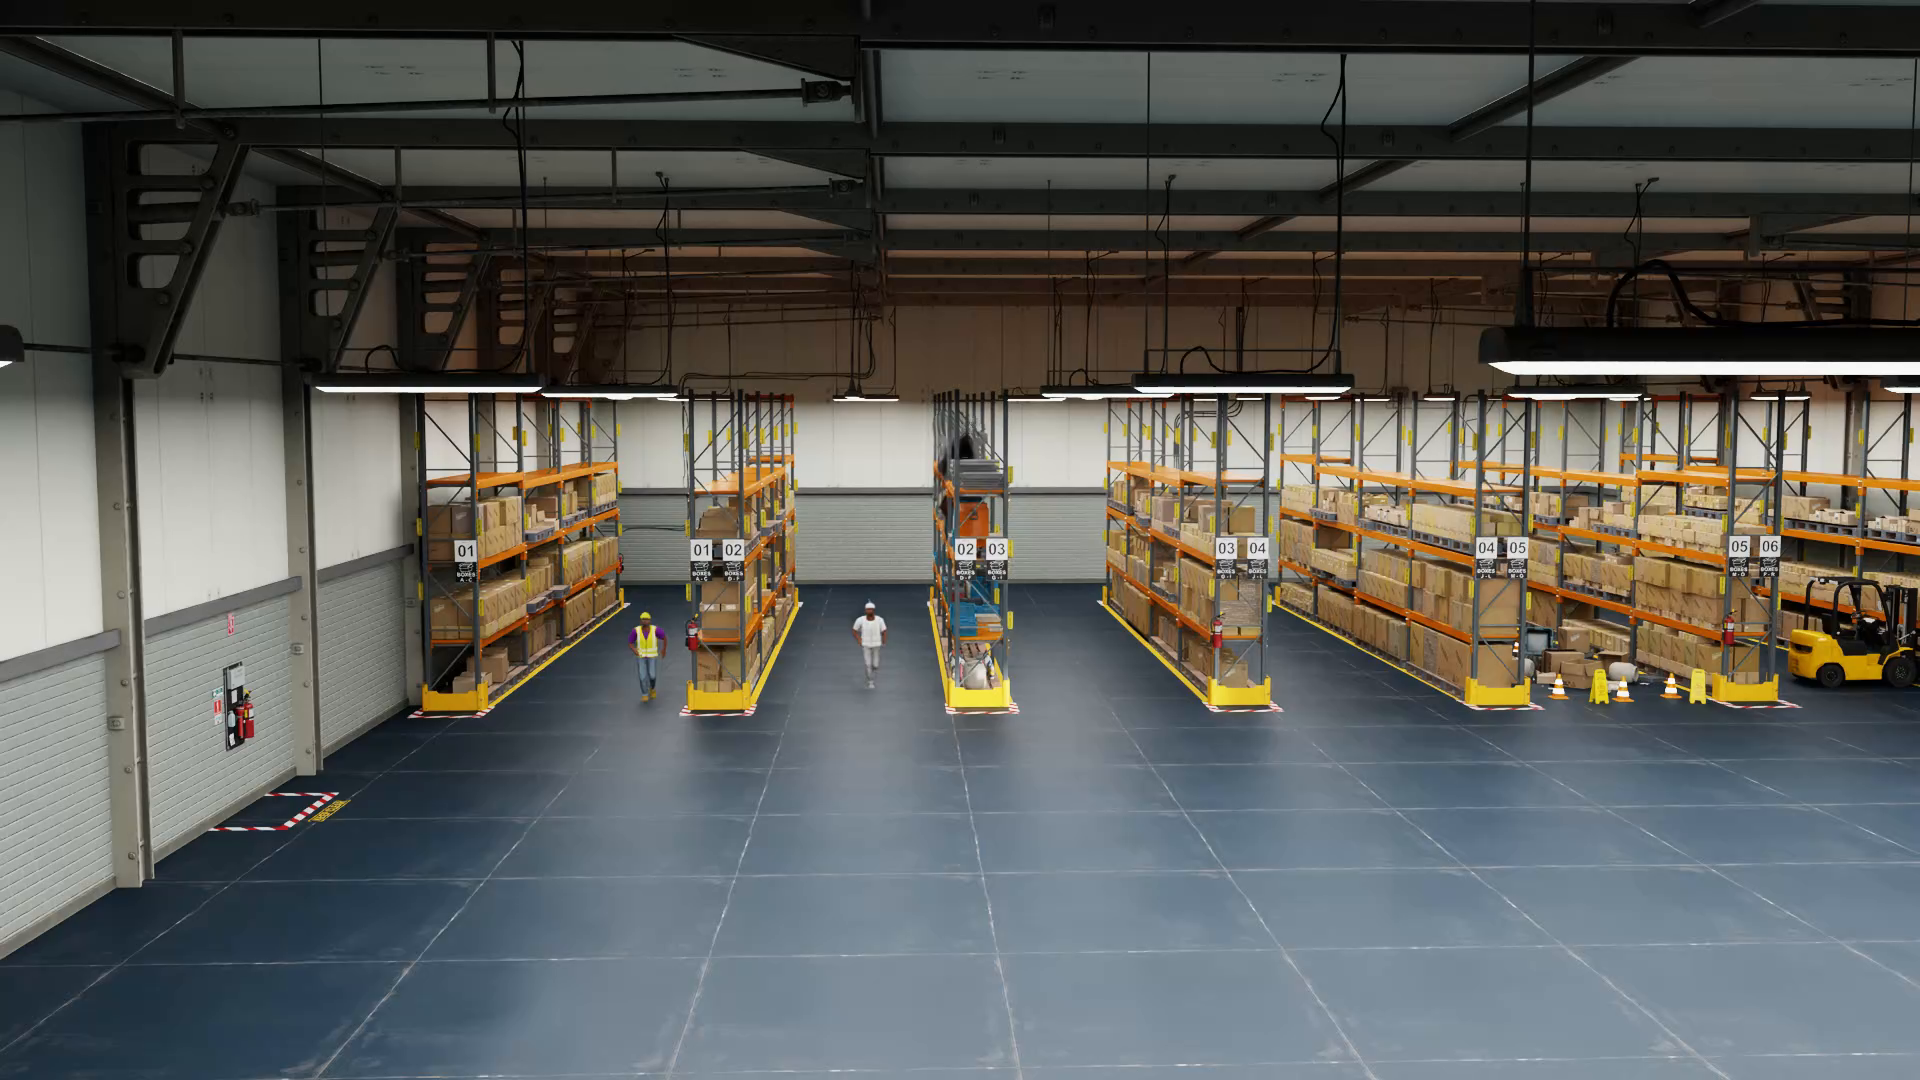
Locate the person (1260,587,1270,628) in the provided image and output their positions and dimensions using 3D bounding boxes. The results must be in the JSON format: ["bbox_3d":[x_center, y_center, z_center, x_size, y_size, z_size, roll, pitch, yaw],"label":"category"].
[{"bbox_3d":[7.403,1.559,41.079,0.574,1.628,0.758,-1,5,-10],"label":"person"}]

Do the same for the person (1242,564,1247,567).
[{"bbox_3d":[7.870,1.056,47.509,0.679,1.602,0.516,2,5,19],"label":"person"}]

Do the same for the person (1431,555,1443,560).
[{"bbox_3d":[14.132,0.902,49.347,0.866,1.576,0.610,1,5,10],"label":"person"}]

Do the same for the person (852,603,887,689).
[{"bbox_3d":[-1.824,2.126,33.658,0.701,1.732,0.680,-1,5,-9],"label":"person"}]

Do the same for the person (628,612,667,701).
[{"bbox_3d":[-5.998,2.246,31.909,0.744,1.719,0.587,-1,5,-9],"label":"person"}]
